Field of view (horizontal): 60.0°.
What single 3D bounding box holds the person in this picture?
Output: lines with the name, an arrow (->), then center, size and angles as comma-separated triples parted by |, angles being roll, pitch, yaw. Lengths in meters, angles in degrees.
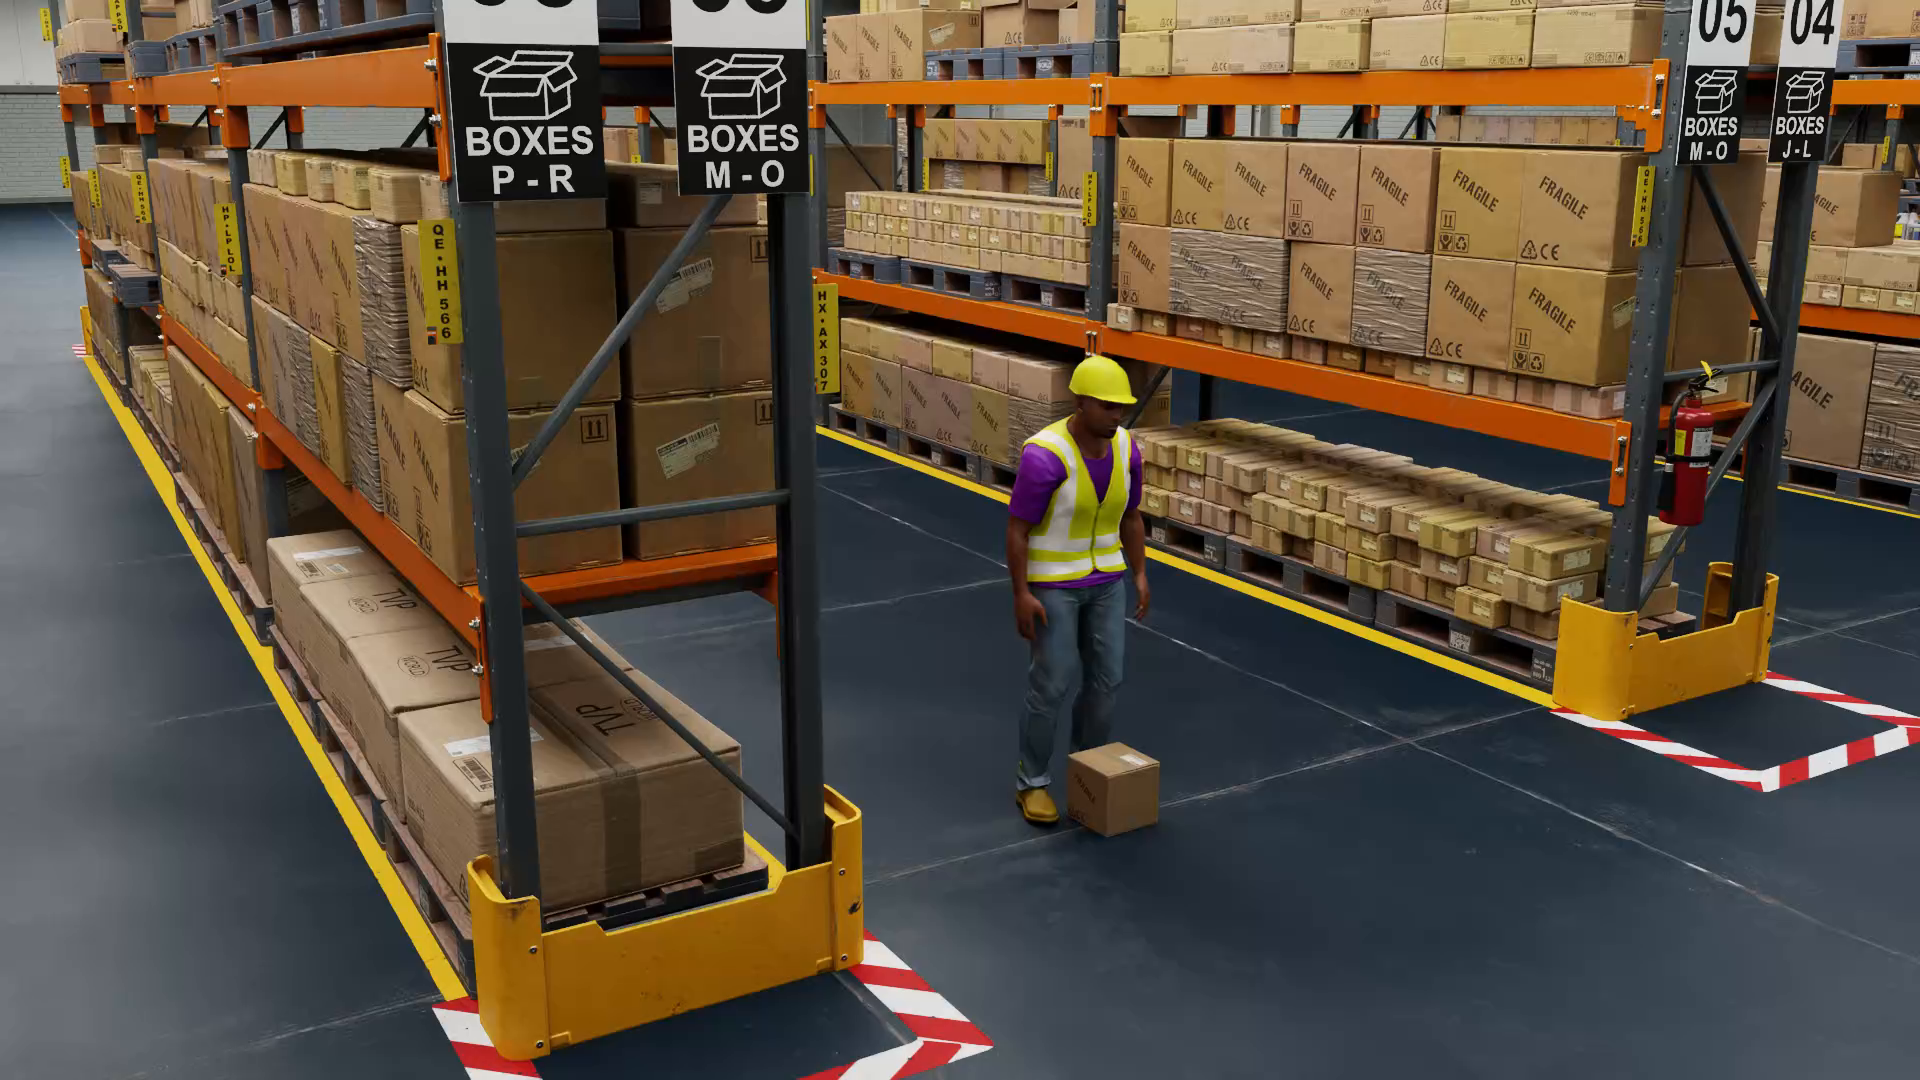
person -> 0.461, 0.172, 6.323 | 0.637, 1.761, 0.460 | -9, 17, -31
